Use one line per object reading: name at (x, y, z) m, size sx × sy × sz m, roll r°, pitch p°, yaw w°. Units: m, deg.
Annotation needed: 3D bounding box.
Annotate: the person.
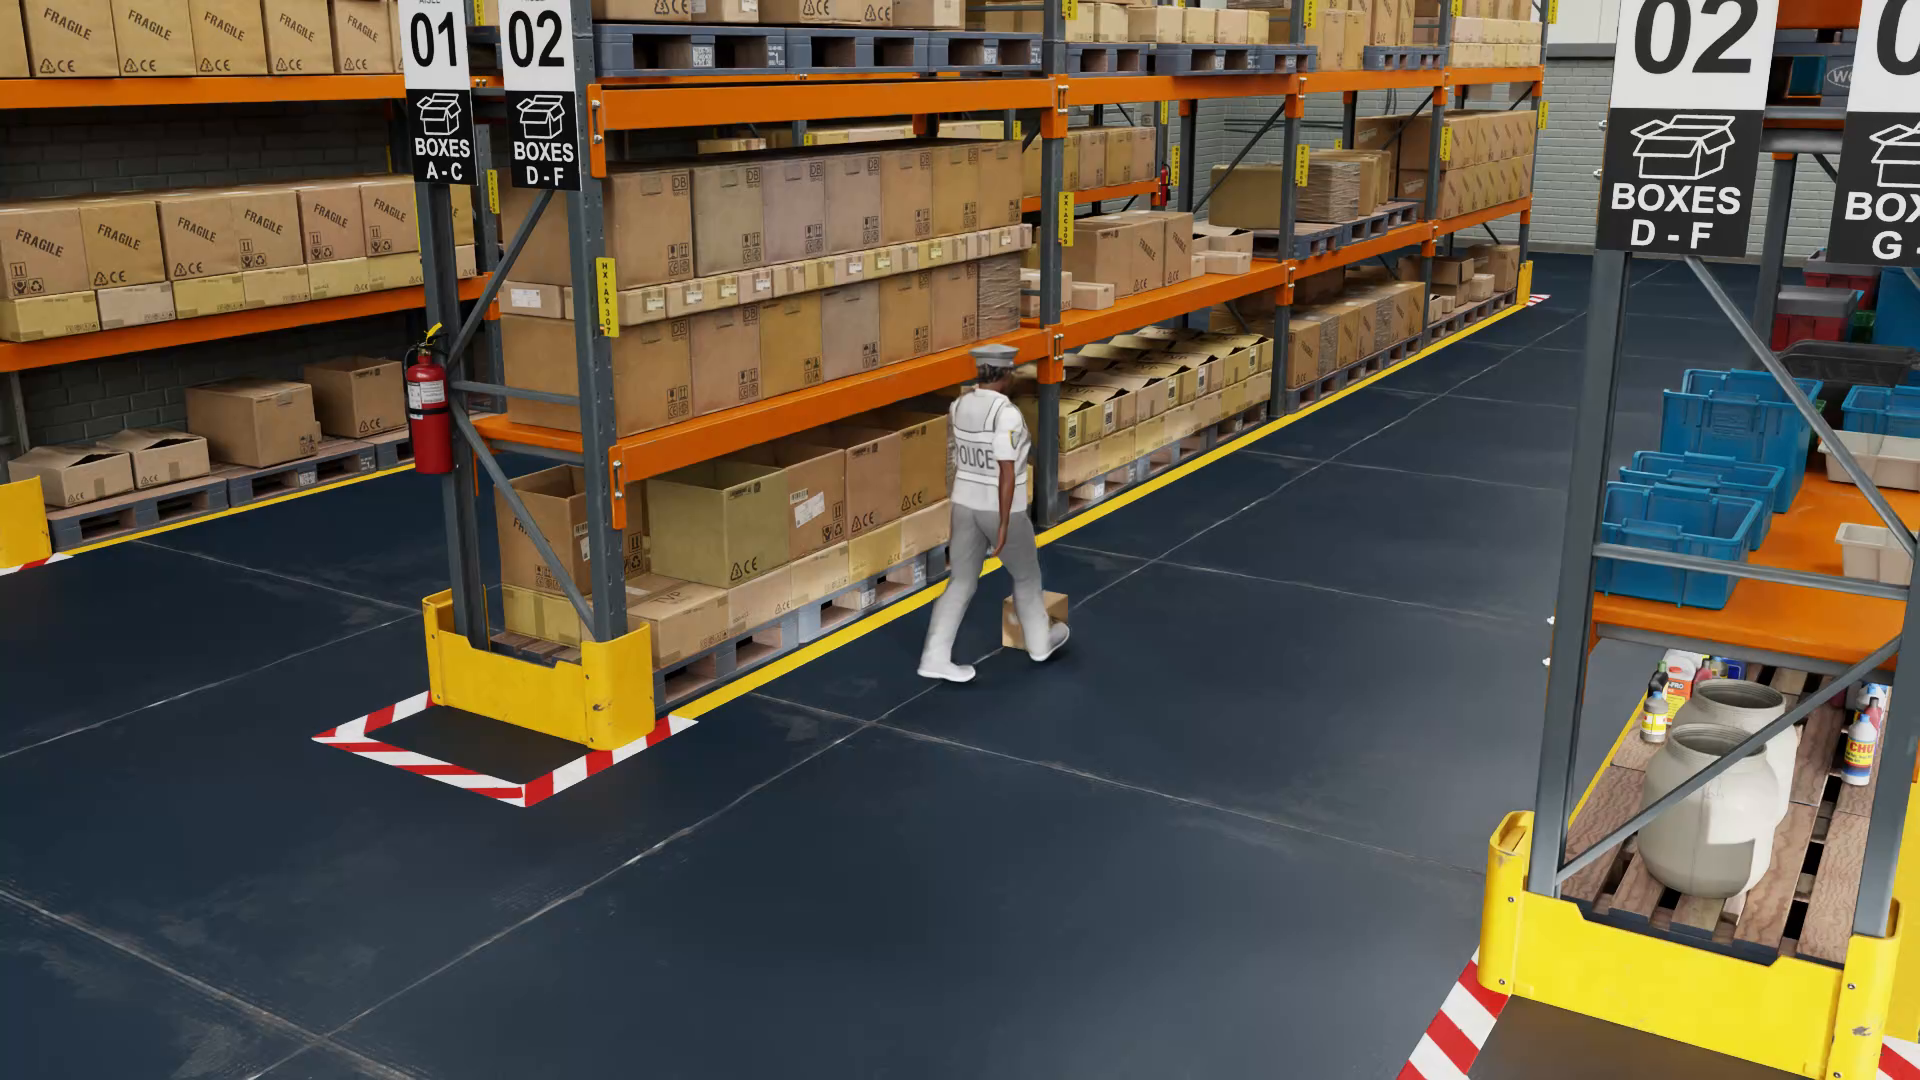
person at (0.182, -0.139, 8.070) m, size 0.487 × 1.613 × 0.906 m, roll 13°, pitch 21°, yaw 38°
